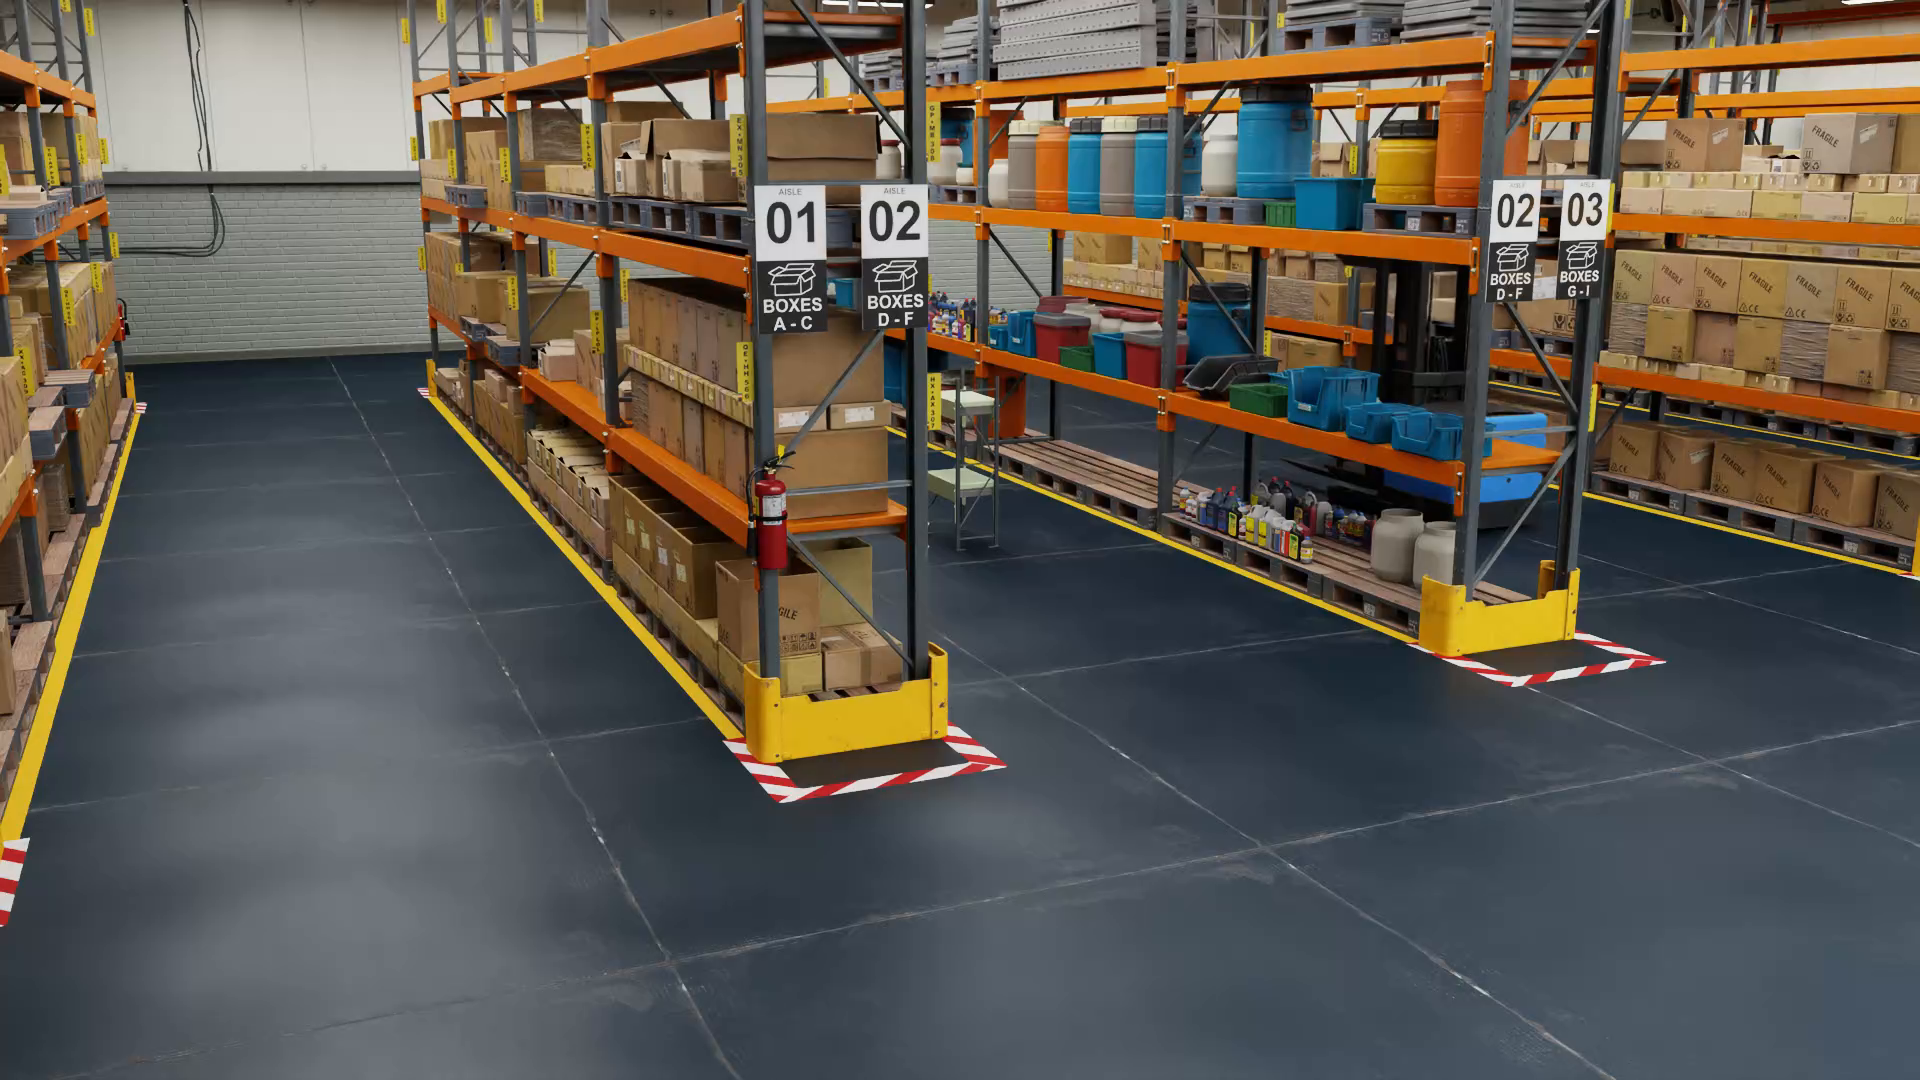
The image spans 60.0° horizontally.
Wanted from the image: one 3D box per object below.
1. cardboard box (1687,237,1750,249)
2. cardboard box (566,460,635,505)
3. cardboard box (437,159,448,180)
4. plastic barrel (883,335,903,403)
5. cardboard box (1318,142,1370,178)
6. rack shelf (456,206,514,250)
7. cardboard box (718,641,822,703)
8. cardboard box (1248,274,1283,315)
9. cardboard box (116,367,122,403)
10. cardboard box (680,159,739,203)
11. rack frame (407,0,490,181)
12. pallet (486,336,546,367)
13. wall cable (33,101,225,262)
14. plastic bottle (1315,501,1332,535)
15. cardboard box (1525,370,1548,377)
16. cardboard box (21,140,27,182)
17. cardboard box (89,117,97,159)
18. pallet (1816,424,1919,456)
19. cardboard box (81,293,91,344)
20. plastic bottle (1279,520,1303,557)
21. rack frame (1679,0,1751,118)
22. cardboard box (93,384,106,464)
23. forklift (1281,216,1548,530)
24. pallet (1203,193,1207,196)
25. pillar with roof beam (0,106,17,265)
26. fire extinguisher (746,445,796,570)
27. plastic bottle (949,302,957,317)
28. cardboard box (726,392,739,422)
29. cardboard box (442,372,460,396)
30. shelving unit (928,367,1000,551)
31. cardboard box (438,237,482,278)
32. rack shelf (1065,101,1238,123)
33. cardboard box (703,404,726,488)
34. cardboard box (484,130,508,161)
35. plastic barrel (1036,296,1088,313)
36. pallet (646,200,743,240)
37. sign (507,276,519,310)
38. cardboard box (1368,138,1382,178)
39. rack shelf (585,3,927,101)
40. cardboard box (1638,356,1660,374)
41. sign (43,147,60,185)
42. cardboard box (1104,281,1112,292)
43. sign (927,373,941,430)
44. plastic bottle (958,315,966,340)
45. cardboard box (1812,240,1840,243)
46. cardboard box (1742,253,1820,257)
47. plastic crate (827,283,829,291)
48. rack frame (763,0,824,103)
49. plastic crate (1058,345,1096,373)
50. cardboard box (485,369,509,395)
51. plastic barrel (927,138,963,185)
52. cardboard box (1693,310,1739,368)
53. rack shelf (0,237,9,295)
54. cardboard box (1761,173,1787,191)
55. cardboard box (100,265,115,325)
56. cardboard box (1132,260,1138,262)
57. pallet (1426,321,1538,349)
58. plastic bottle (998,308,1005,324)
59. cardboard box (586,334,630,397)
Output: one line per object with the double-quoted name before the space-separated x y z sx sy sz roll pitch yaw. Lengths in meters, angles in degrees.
"cardboard box" 9.963 -3.702 21.774 0.700 0.500 0.500 -6 14 -23
"cardboard box" -3.106 -0.519 14.381 0.500 0.311 0.500 -6 14 -23
"cardboard box" -6.313 -4.680 21.010 0.500 0.250 0.500 -6 14 -23
"plastic barrel" -0.731 -2.280 21.792 0.600 0.901 0.708 -6 14 -23
"cardboard box" 4.897 -4.669 20.576 0.797 0.503 0.637 -5 14 -20
"rack shelf" -4.672 -3.463 18.122 1.077 0.370 4.000 -6 14 -23
"cardboard box" -1.152 0.765 10.079 0.500 0.250 0.500 -6 14 -23
"cardboard box" 4.174 -3.277 22.154 0.500 0.500 0.500 -5 14 -22
"cardboard box" -11.241 -1.995 21.448 0.700 0.500 0.500 -6 14 -23
"cardboard box" -1.370 -2.161 9.993 0.500 0.250 0.500 -6 14 -23
"rack frame" -7.076 -6.514 23.059 1.000 3.000 0.127 -6 14 -23
"pallet" -4.207 -1.979 17.194 1.213 0.211 1.003 -6 14 -23
"wall cable" -13.552 -5.754 26.661 3.097 2.526 0.112 -6 14 -23
"plastic bottle" 3.061 -0.199 14.142 0.152 0.276 0.135 -5 14 -22
"cardboard box" 8.678 -2.680 24.410 0.500 0.500 0.500 -5 14 -22
"cardboard box" -8.916 -3.415 15.121 0.700 0.500 0.500 -6 15 -26
"cardboard box" -10.880 -4.919 20.337 0.500 0.500 0.500 -5 14 -21
"pallet" 11.016 -1.228 19.705 1.003 0.211 1.213 -6 14 -23
"cardboard box" -9.188 -2.239 16.964 0.500 0.500 0.500 -6 14 -23
"plastic bottle" 2.660 -0.014 13.344 0.152 0.276 0.135 -6 14 -23
"rack frame" 9.792 -6.183 21.626 1.000 3.000 0.127 -6 14 -23
"cardboard box" -9.273 -1.168 17.102 0.750 0.750 0.750 -5 14 -21
"forklift" 4.302 -1.788 16.097 1.130 2.935 3.031 -6 14 -23
"pallet" 4.017 -4.842 22.912 0.805 0.209 1.217 -6 14 -25
"pillar with roof beam" -9.543 -6.935 24.875 9.100 9.000 0.400 -6 14 -23
"fire extinguisher" -1.045 -0.182 9.175 0.296 0.674 0.183 -6 14 -23
"plastic bottle" -0.091 -2.826 20.715 0.097 0.271 0.097 0 13 0
"cardboard box" -1.203 -0.819 10.096 0.380 0.149 0.250 -6 14 -24
"cardboard box" -6.717 -2.122 22.507 0.500 0.250 0.500 -6 14 -23
"shelving unit" 0.003 -0.729 14.695 0.431 1.500 0.755 -6 14 -23
"cardboard box" -6.523 -3.696 21.747 0.500 0.500 0.500 -6 14 -23
"rack shelf" 2.804 -6.450 25.263 1.077 0.370 4.000 -6 14 -23
"cardboard box" -1.250 -0.643 10.776 0.700 0.500 0.500 -6 14 -23
"cardboard box" -4.803 -4.142 18.089 0.600 0.600 0.600 -6 14 -25
"plastic barrel" 1.132 -2.383 18.213 0.600 0.536 0.708 -6 14 -23
"pallet" -1.419 -2.105 10.857 1.003 0.211 1.213 -6 14 -23
"sign" -4.365 -2.413 16.252 0.100 0.325 0.005 -6 14 -23
"cardboard box" 5.160 -4.466 19.531 0.500 0.500 0.500 -5 14 -22
"rack shelf" -1.468 -3.077 10.688 1.077 0.370 4.000 -6 14 -23
"cardboard box" 6.834 -1.710 16.165 0.380 0.149 0.250 -6 14 -23
"sign" -7.911 -3.252 14.471 0.100 0.325 0.005 -6 14 -23
"cardboard box" 2.460 -3.942 25.808 0.380 0.149 0.250 -6 14 -24
"sign" -0.156 -0.795 9.558 0.100 0.325 0.005 -6 14 -23
"plastic bottle" 0.023 -2.421 18.938 0.061 0.283 0.133 -6 14 -23
"cardboard box" 13.434 -4.555 25.461 0.500 0.500 0.500 -6 14 -23
"cardboard box" 7.643 -2.412 15.542 0.500 0.500 0.500 -6 14 -23
"plastic crate" -2.091 -3.571 23.885 0.416 0.233 0.300 -6 14 -23
"rack frame" -2.536 -6.961 24.989 1.000 3.000 0.127 -6 14 -23
"plastic crate" 1.315 -1.790 16.422 0.450 0.188 0.662 -6 14 -23
"cardboard box" -5.103 -1.798 18.893 0.500 0.250 0.500 -6 14 -23
"plastic barrel" -0.179 -4.470 19.647 0.433 0.535 0.433 0 13 0
"cardboard box" 7.393 -1.901 15.548 0.875 0.500 0.500 -6 14 -23
"rack shelf" -6.005 -1.362 9.045 1.077 0.370 4.000 -6 14 -23
"cardboard box" 7.348 -3.178 14.744 0.380 0.149 0.250 -5 14 -22
"cardboard box" -11.098 -3.036 20.669 0.980 0.700 0.700 -6 14 -23
"cardboard box" 2.642 -4.376 26.800 0.500 0.250 0.500 -6 14 -24
"pallet" 6.037 -2.334 18.727 1.003 0.211 1.213 -6 14 -23
"plastic bottle" 0.502 -2.622 19.806 0.061 0.283 0.133 -6 14 -23
"cardboard box" -2.973 -1.534 14.622 0.500 0.500 0.500 -6 14 -23
